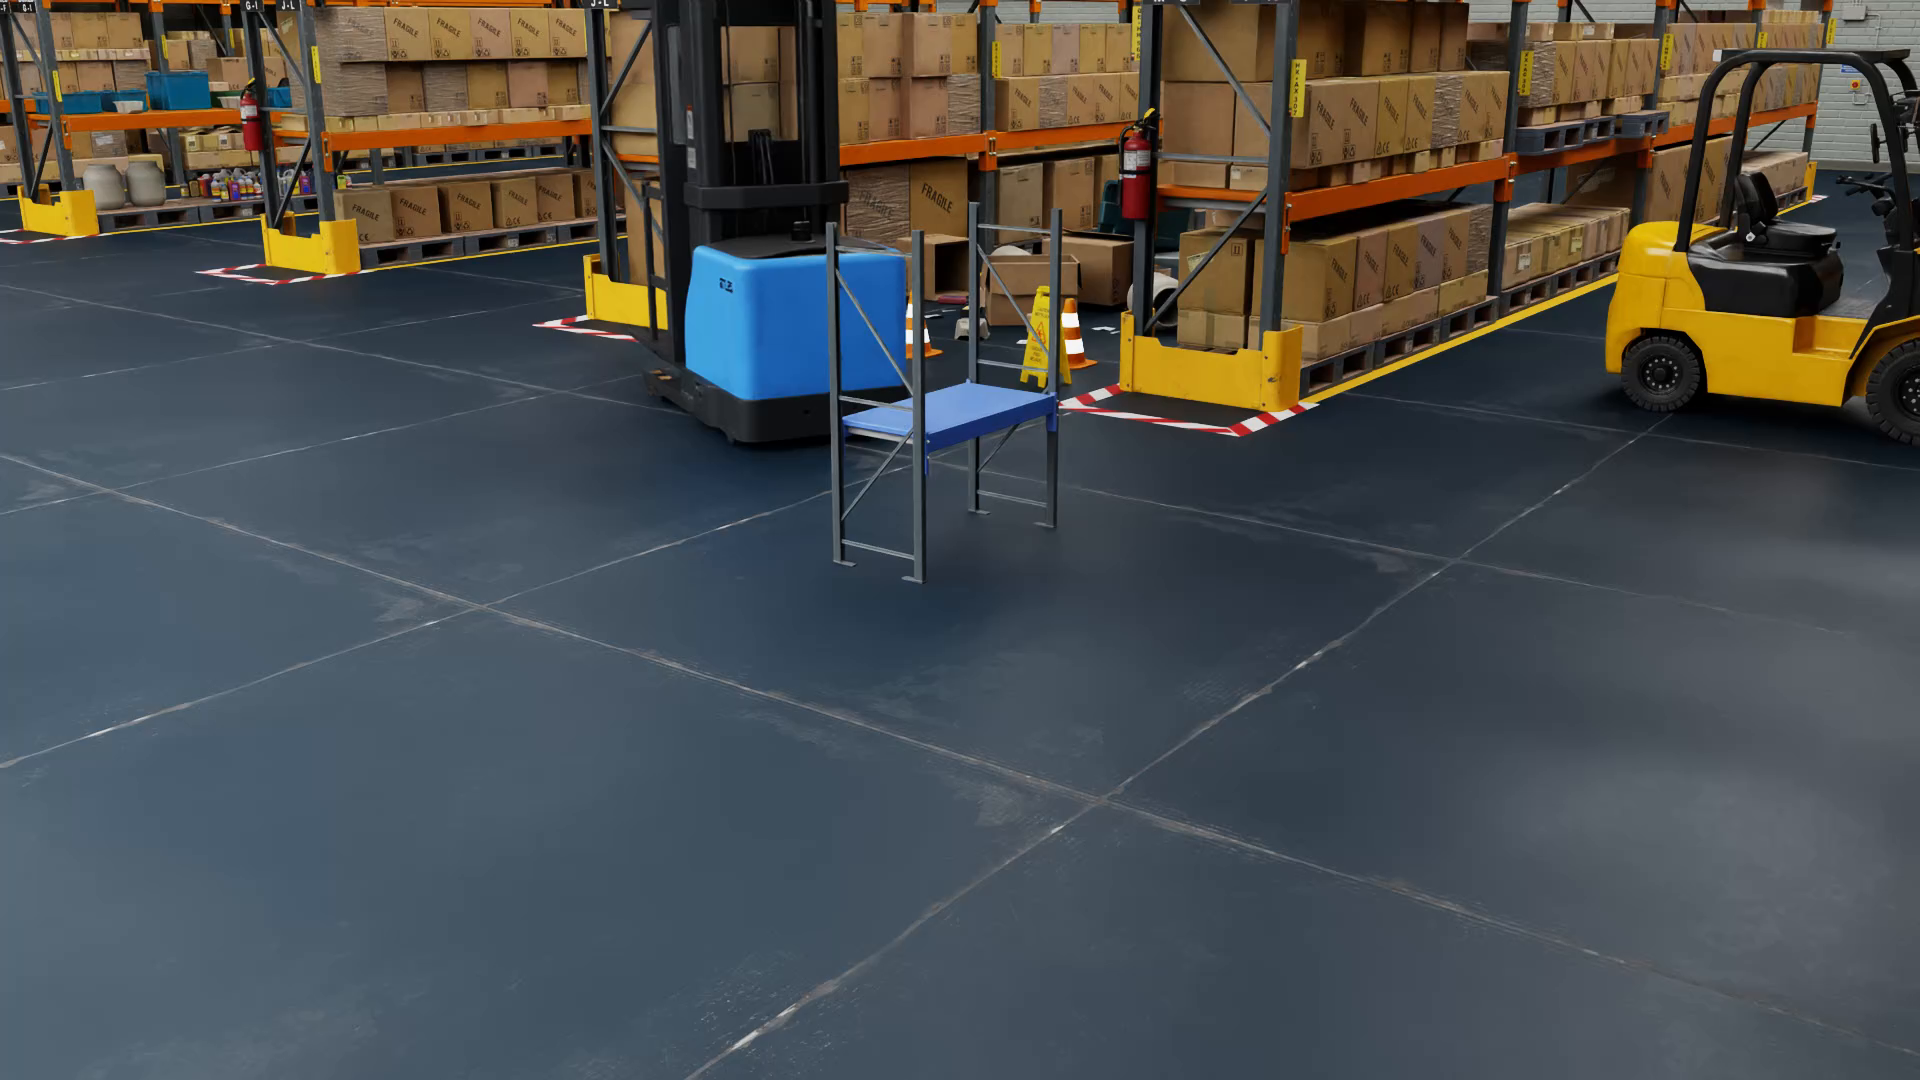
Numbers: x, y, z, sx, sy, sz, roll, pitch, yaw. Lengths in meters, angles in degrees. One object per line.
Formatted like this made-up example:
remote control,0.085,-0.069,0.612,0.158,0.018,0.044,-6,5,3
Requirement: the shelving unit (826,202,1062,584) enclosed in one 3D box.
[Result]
shelving unit,-0.051,-0.696,7.456,0.538,1.500,1.048,12,21,35

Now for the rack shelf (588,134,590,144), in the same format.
rack shelf,-2.836,-5.178,20.574,1.077,0.370,4.000,12,21,35

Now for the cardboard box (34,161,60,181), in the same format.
cardboard box,-12.971,-5.177,23.285,0.500,0.250,0.500,12,21,35

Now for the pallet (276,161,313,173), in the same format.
pallet,-10.847,-5.939,26.514,1.003,0.211,1.213,12,21,35

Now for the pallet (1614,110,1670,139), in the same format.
pallet,5.975,-3.967,15.783,1.213,0.211,1.003,12,21,35

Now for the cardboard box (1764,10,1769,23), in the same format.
cardboard box,9.234,-6.128,19.471,0.380,0.149,0.250,13,21,35

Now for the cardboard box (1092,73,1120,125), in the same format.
cardboard box,1.328,-4.630,17.428,0.500,0.500,0.500,13,21,36

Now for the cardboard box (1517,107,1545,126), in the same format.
cardboard box,4.514,-3.451,13.513,0.380,0.149,0.250,13,21,35

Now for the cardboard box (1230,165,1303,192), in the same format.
cardboard box,1.916,-2.266,10.406,0.380,0.149,0.250,13,21,35

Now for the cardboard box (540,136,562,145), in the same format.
cardboard box,-7.580,-7.434,30.098,0.500,0.500,0.500,13,21,35

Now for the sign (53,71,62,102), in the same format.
sign,-9.950,-5.002,18.326,0.100,0.325,0.005,12,21,35

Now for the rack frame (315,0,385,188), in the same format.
rack frame,-8.006,-5.921,21.752,1.000,3.000,0.127,12,21,35

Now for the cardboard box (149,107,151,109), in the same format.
cardboard box,-14.356,-7.693,29.668,0.500,0.250,0.500,13,21,36

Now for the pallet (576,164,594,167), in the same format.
pallet,-5.186,-5.737,25.861,1.003,0.211,1.213,12,21,35

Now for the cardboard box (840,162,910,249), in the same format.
cardboard box,-1.070,-2.978,15.150,0.875,0.875,0.875,13,21,35

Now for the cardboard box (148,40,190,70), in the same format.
cardboard box,-14.162,-8.630,29.567,0.700,0.500,0.500,10,20,30

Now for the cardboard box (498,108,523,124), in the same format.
cardboard box,-4.825,-4.468,17.496,0.380,0.149,0.250,12,21,35

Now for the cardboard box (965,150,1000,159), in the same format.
cardboard box,-0.158,-5.768,24.134,1.225,0.875,0.875,12,21,33

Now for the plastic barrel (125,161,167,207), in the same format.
plastic barrel,-9.759,-4.270,19.923,0.421,0.512,0.421,0,17,0

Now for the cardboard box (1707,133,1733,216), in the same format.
cardboard box,8.393,-4.224,19.162,0.875,0.875,0.875,13,22,36

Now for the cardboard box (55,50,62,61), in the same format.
cardboard box,-12.729,-6.750,23.159,0.380,0.149,0.250,13,22,36

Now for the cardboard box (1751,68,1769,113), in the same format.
cardboard box,9.188,-5.313,19.626,0.500,0.500,0.500,13,22,36

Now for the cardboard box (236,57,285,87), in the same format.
cardboard box,-10.898,-7.269,25.926,0.500,0.500,0.500,12,21,35

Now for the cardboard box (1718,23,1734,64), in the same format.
cardboard box,8.013,-5.332,18.003,0.500,0.500,0.500,13,22,36

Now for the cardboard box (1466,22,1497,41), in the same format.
cardboard box,4.425,-4.311,14.095,0.380,0.149,0.250,12,21,33

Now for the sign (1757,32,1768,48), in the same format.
sign,9.139,-5.621,18.969,0.100,0.325,0.005,12,21,35

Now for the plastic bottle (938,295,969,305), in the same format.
plastic bottle,-0.034,-2.061,14.278,0.283,0.061,0.133,5,18,16

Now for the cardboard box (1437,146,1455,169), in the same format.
cardboard box,3.382,-2.801,12.130,0.380,0.149,0.250,12,21,34

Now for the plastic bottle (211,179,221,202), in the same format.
plastic bottle,-9.058,-4.252,20.236,0.097,0.271,0.097,0,17,0

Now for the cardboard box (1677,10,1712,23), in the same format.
cardboard box,8.626,-6.164,19.588,0.380,0.149,0.250,12,21,34

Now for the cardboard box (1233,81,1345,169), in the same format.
cardboard box,2.053,-2.595,10.373,0.500,0.500,0.500,12,21,34

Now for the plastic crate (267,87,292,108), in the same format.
plastic crate,-8.447,-5.538,20.770,0.499,0.251,0.616,12,21,35

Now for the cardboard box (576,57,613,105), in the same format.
cardboard box,-4.346,-5.139,18.564,0.875,0.500,0.500,12,21,35

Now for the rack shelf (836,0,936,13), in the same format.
rack shelf,-2.047,-9.391,29.083,1.077,0.370,4.000,12,21,35

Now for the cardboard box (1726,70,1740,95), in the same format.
cardboard box,8.338,-5.099,18.514,0.500,0.250,0.500,13,22,36

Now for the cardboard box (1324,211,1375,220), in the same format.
cardboard box,2.743,-2.194,12.416,0.500,0.500,0.500,14,22,37

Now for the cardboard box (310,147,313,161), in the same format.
cardboard box,-10.322,-6.226,26.663,0.500,0.250,0.500,13,21,36

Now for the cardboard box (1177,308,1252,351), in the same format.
cardboard box,1.828,-1.475,11.363,0.500,0.250,0.500,12,21,34

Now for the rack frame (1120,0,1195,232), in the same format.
rack frame,2.279,-5.098,19.101,1.000,3.000,0.127,12,21,35

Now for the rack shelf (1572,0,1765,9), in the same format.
rack shelf,7.506,-5.812,17.558,1.077,0.370,4.000,12,21,35

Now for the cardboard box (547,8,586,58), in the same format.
cardboard box,-4.372,-5.438,17.840,0.500,0.500,0.500,12,21,35

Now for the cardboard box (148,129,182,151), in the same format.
cardboard box,-11.970,-6.099,25.309,0.500,0.311,0.500,12,21,35

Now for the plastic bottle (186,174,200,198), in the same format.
plastic bottle,-9.592,-4.427,20.779,0.061,0.283,0.133,13,22,36

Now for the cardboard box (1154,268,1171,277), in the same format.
cardboard box,1.722,-2.174,14.296,0.258,0.266,0.396,-1,17,-3

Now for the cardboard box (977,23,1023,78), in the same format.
cardboard box,0.187,-4.789,16.254,0.700,0.500,0.500,12,21,34

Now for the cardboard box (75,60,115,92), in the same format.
cardboard box,-12.550,-6.611,23.806,0.700,0.500,0.500,12,21,34

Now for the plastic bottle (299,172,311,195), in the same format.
plastic bottle,-8.336,-4.537,21.135,0.061,0.283,0.133,14,22,38

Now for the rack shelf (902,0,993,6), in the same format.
rack shelf,-1.296,-4.758,14.161,1.077,0.370,4.000,12,21,35

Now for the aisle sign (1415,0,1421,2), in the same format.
aisle sign,6.848,-8.315,25.078,0.394,0.787,0.004,12,21,35

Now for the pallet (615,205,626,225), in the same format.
pallet,-3.565,-3.899,19.945,1.003,0.211,1.213,12,21,35

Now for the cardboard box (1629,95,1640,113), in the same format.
cardboard box,6.092,-4.063,15.486,0.380,0.149,0.250,12,21,34

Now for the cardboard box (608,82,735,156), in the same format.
cardboard box,-2.303,-3.360,13.254,0.875,0.550,0.550,12,21,35

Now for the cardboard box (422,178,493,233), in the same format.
cardboard box,-5.309,-3.540,17.591,0.500,0.500,0.500,15,23,40

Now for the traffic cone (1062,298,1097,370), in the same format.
traffic cone,0.768,-1.460,11.666,0.336,0.463,0.334,12,21,35

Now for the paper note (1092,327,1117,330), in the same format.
paper note,1.139,-1.671,13.092,0.142,0.019,0.148,-11,20,-32

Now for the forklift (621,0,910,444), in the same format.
forklift,-1.397,-2.332,10.309,1.130,2.935,3.031,-8,19,-25

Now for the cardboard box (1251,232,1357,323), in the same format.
cardboard box,2.264,-1.736,10.940,0.500,0.500,0.500,12,21,33
